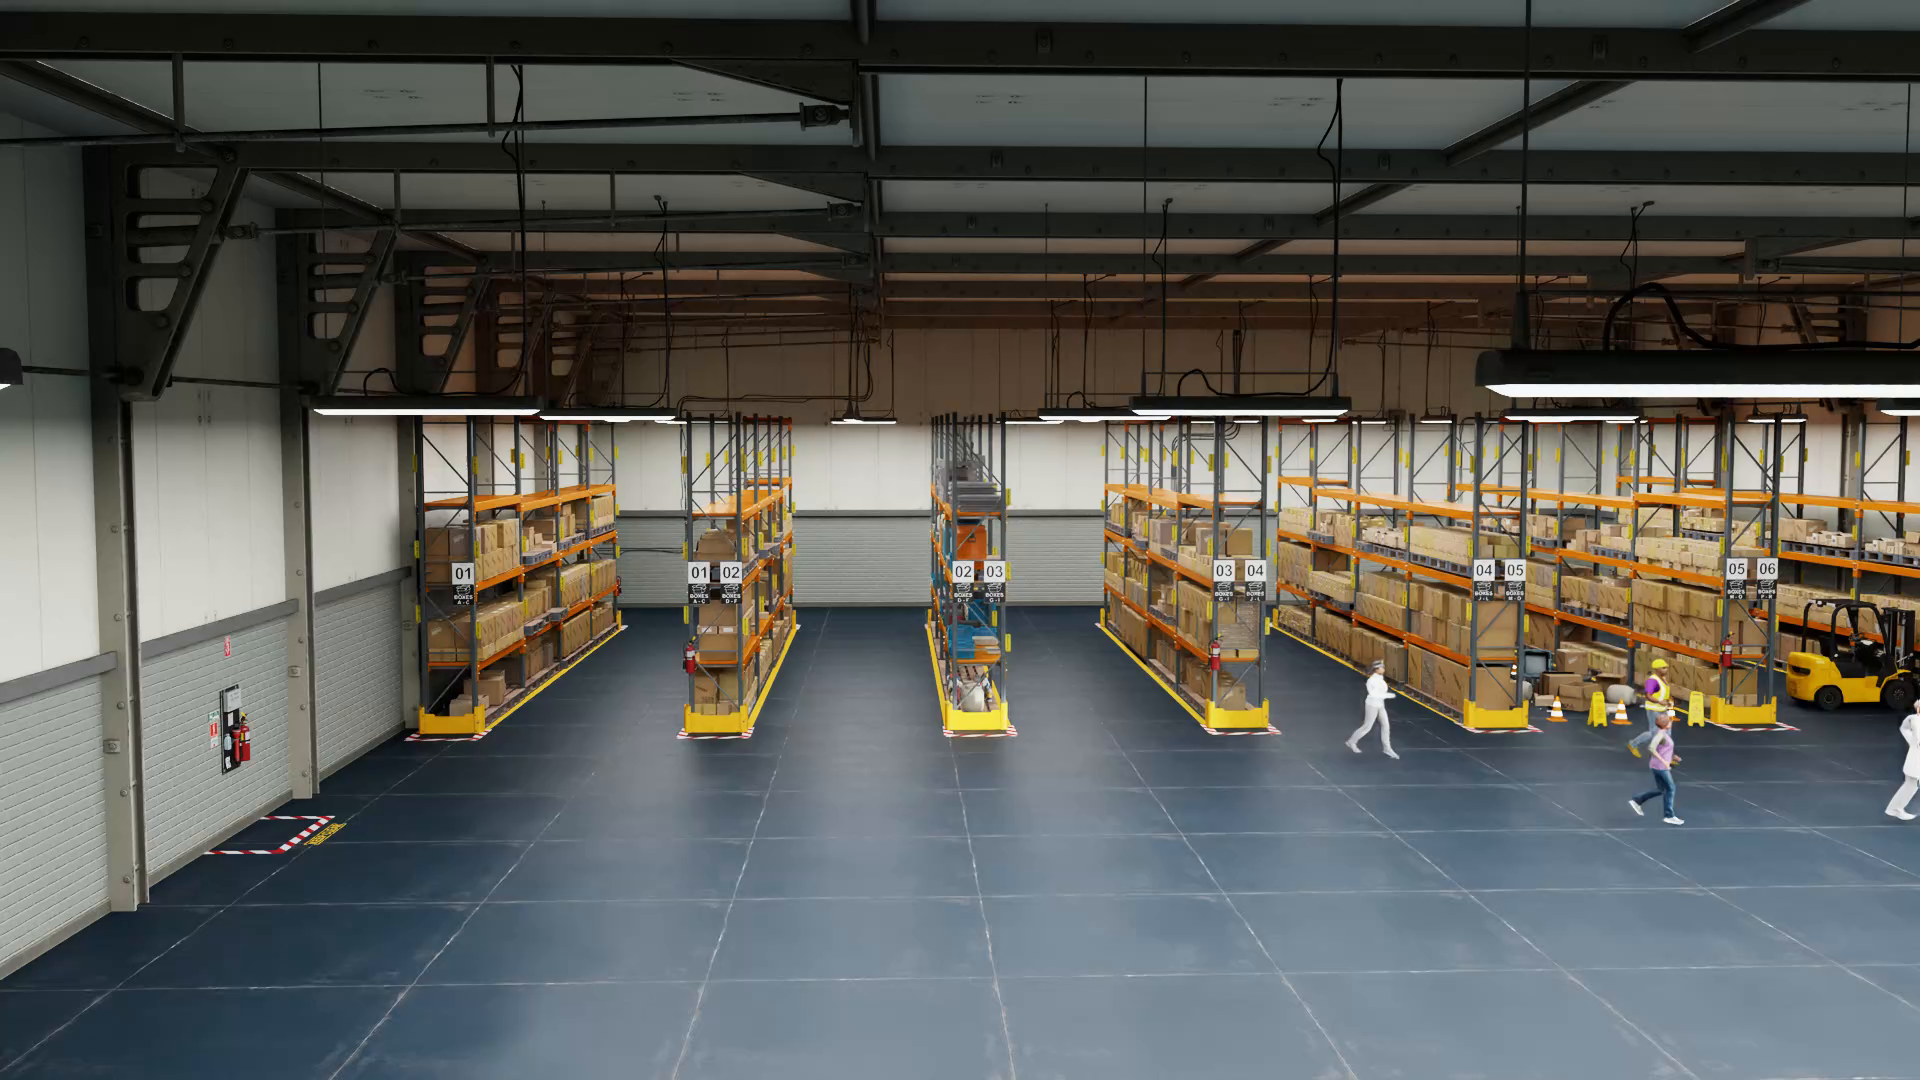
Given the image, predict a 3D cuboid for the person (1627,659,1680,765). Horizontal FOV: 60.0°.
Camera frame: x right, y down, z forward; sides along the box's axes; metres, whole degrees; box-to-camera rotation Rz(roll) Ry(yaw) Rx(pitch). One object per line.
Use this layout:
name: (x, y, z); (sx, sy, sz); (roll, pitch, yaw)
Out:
person: (11.854, 2.913, 28.359); (0.840, 1.776, 0.727); (3, 5, 42)

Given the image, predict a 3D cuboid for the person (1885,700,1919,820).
person: (13.804, 3.202, 23.929); (0.811, 1.837, 0.699); (3, 5, 33)

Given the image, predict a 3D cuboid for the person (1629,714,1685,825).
person: (10.074, 3.293, 24.003); (0.750, 1.586, 0.558); (2, 4, 22)

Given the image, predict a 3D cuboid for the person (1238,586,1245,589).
person: (7.961, 1.585, 47.854); (0.643, 1.752, 0.737); (3, 5, 41)

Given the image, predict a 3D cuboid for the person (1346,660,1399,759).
person: (7.160, 2.909, 28.820); (0.896, 1.703, 0.574); (3, 5, 33)
